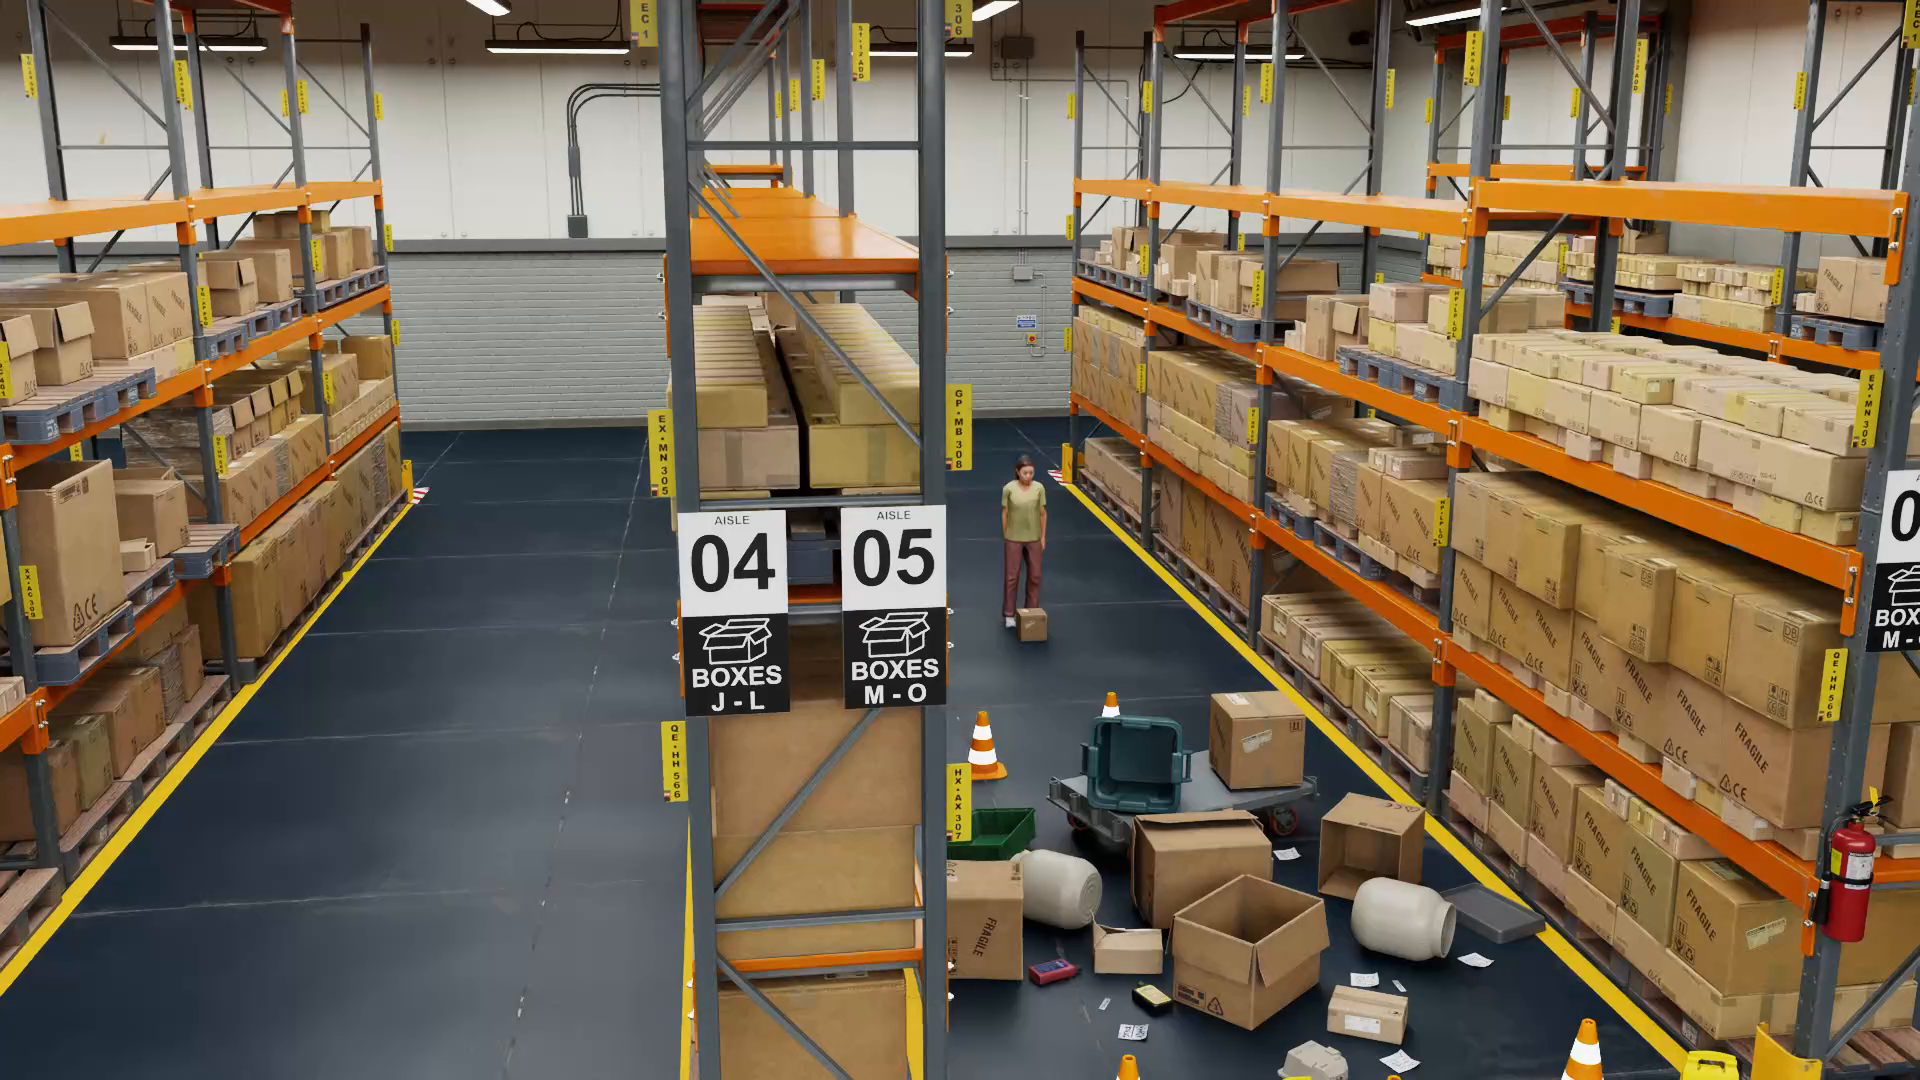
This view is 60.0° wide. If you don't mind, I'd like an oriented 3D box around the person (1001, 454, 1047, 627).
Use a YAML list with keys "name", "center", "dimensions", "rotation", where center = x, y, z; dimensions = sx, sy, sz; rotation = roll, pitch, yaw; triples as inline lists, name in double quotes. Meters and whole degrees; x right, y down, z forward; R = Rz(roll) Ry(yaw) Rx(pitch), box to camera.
- name: "person"
  center: [0.619, -0.002, 16.019]
  dimensions: [0.446, 1.671, 0.360]
  rotation: [-2, 13, -7]
